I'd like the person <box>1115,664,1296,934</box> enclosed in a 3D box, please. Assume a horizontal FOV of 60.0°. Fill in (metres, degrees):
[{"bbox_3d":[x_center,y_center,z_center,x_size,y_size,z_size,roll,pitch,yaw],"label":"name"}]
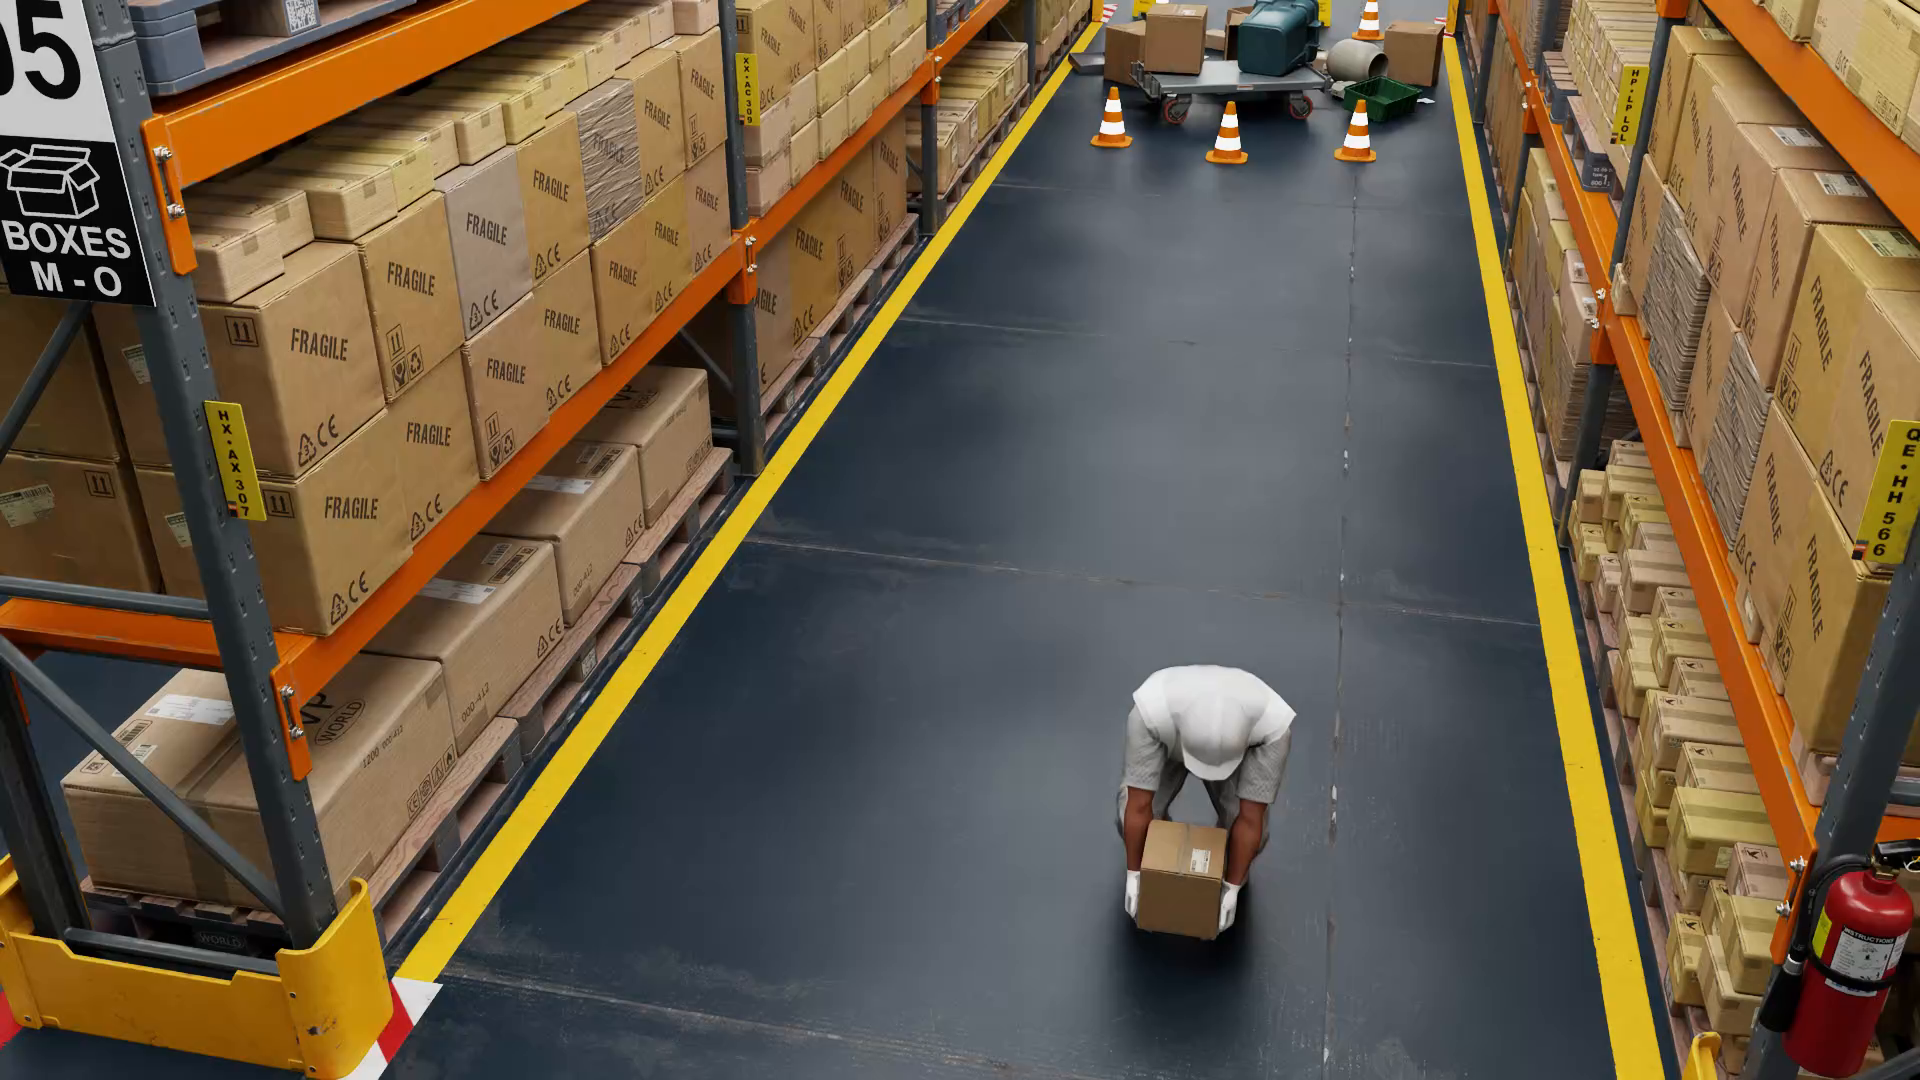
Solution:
[{"bbox_3d":[0.803,0.773,5.512,0.561,1.000,0.926,5,29,10],"label":"person"}]
